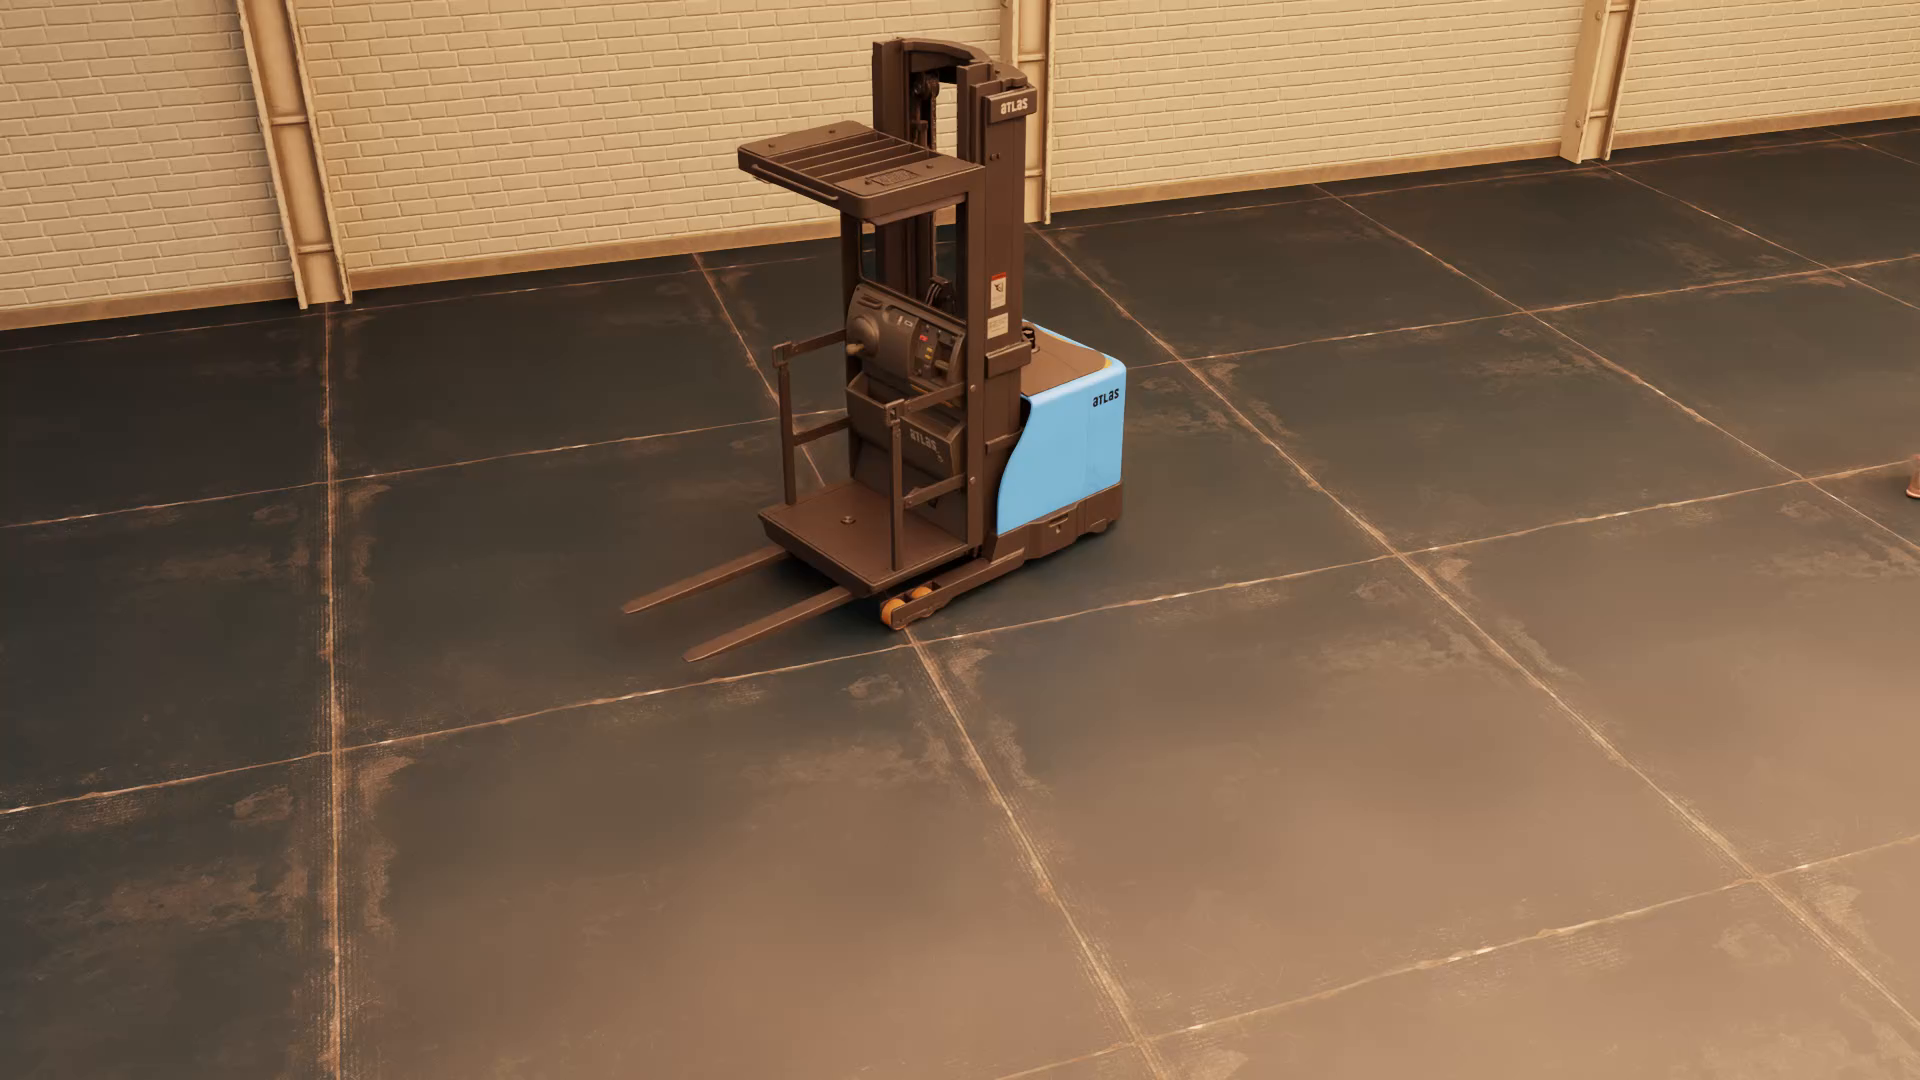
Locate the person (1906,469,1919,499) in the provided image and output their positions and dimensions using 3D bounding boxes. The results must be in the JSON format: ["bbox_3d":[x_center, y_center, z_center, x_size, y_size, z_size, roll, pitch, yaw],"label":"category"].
[{"bbox_3d":[6.221,-0.984,10.168,0.476,1.706,0.557,3,30,5],"label":"person"}]

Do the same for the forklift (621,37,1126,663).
[{"bbox_3d":[-0.461,-1.072,8.951,3.031,2.935,1.130,-23,37,-34],"label":"forklift"}]
